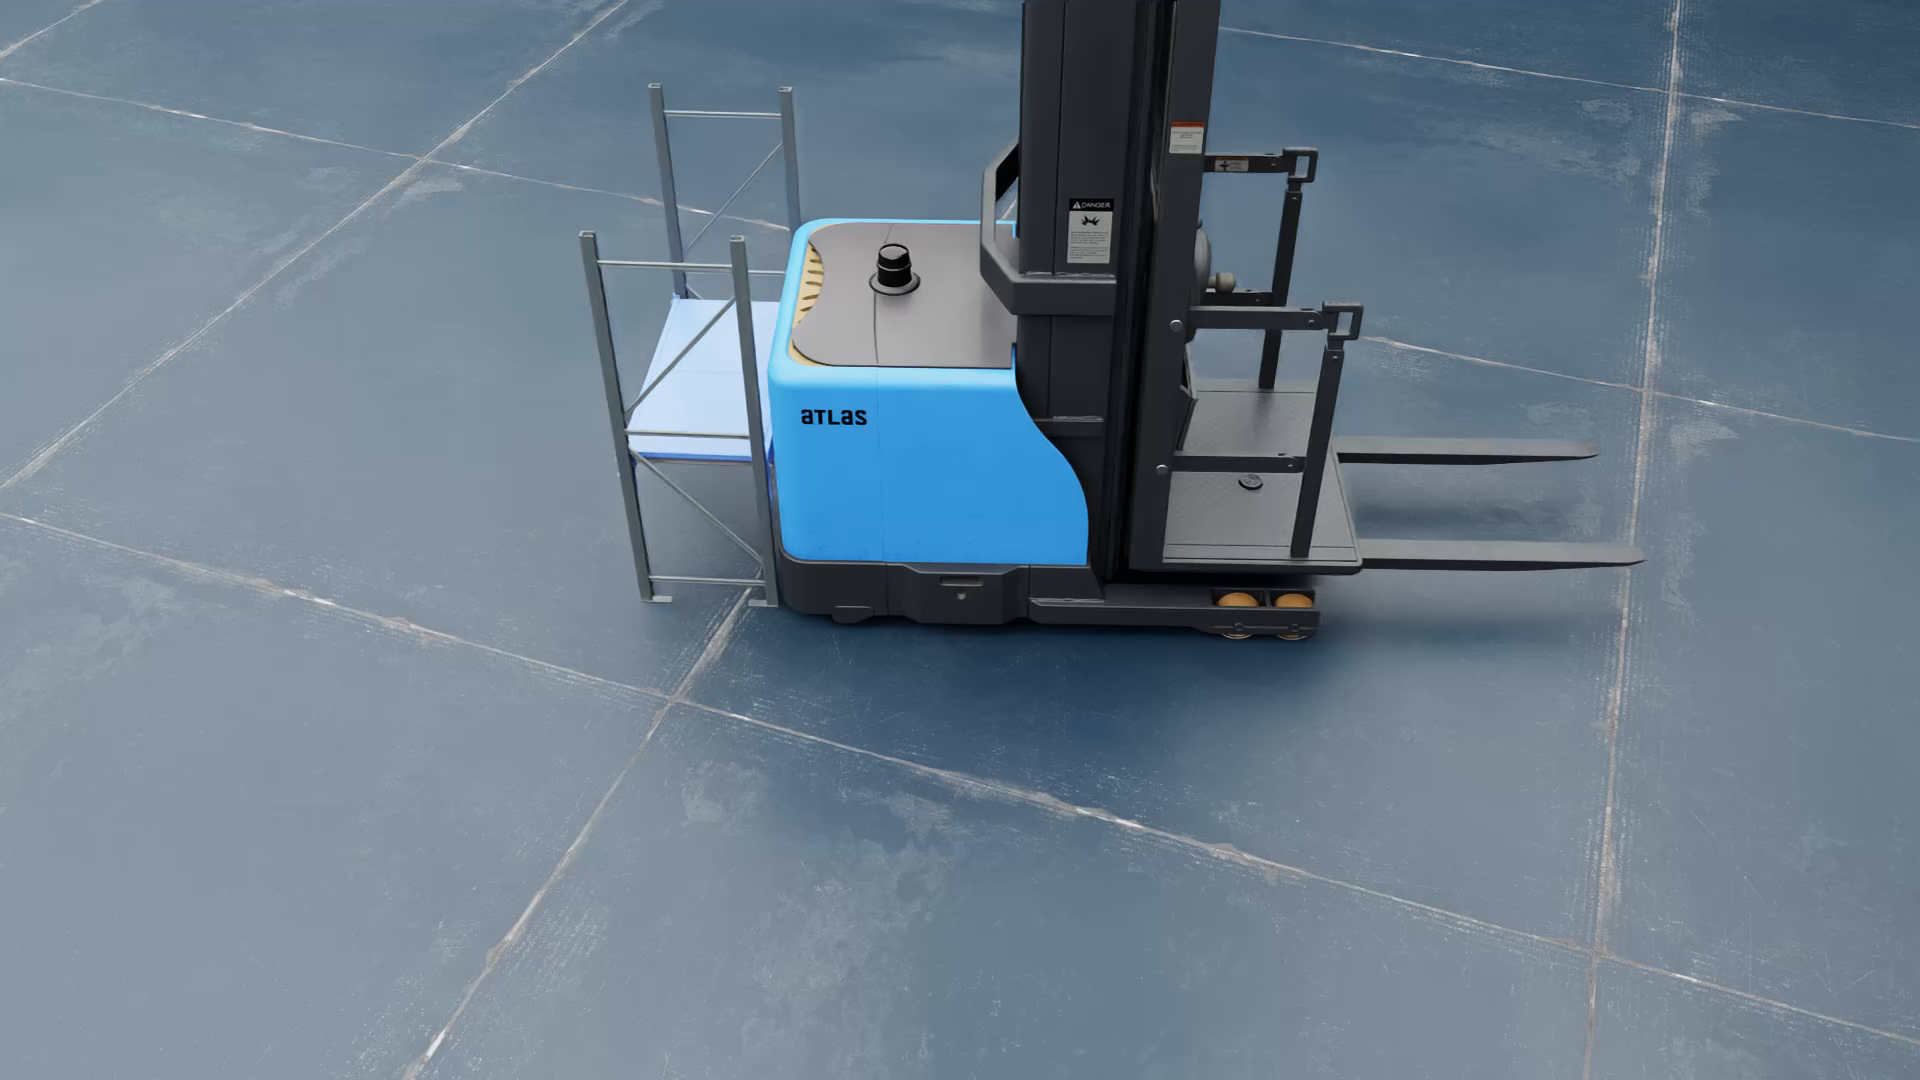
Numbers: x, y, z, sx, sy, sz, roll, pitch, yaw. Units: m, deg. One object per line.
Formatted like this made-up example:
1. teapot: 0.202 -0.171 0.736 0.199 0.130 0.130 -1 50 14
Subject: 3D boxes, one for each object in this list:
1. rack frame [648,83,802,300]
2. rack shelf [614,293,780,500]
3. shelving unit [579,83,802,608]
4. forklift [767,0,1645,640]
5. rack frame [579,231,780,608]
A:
1. rack frame: -0.835 -1.005 6.272 0.500 1.500 0.032 2 41 3
2. rack shelf: -0.867 -0.539 6.003 0.538 0.185 1.000 2 41 3
3. shelving unit: -0.867 -0.675 5.886 0.538 1.500 1.048 2 41 3
4. forklift: 0.897 -1.116 5.300 3.031 2.935 1.130 1 40 1
5. rack frame: -0.898 -0.346 5.500 0.500 1.500 0.032 2 41 3
